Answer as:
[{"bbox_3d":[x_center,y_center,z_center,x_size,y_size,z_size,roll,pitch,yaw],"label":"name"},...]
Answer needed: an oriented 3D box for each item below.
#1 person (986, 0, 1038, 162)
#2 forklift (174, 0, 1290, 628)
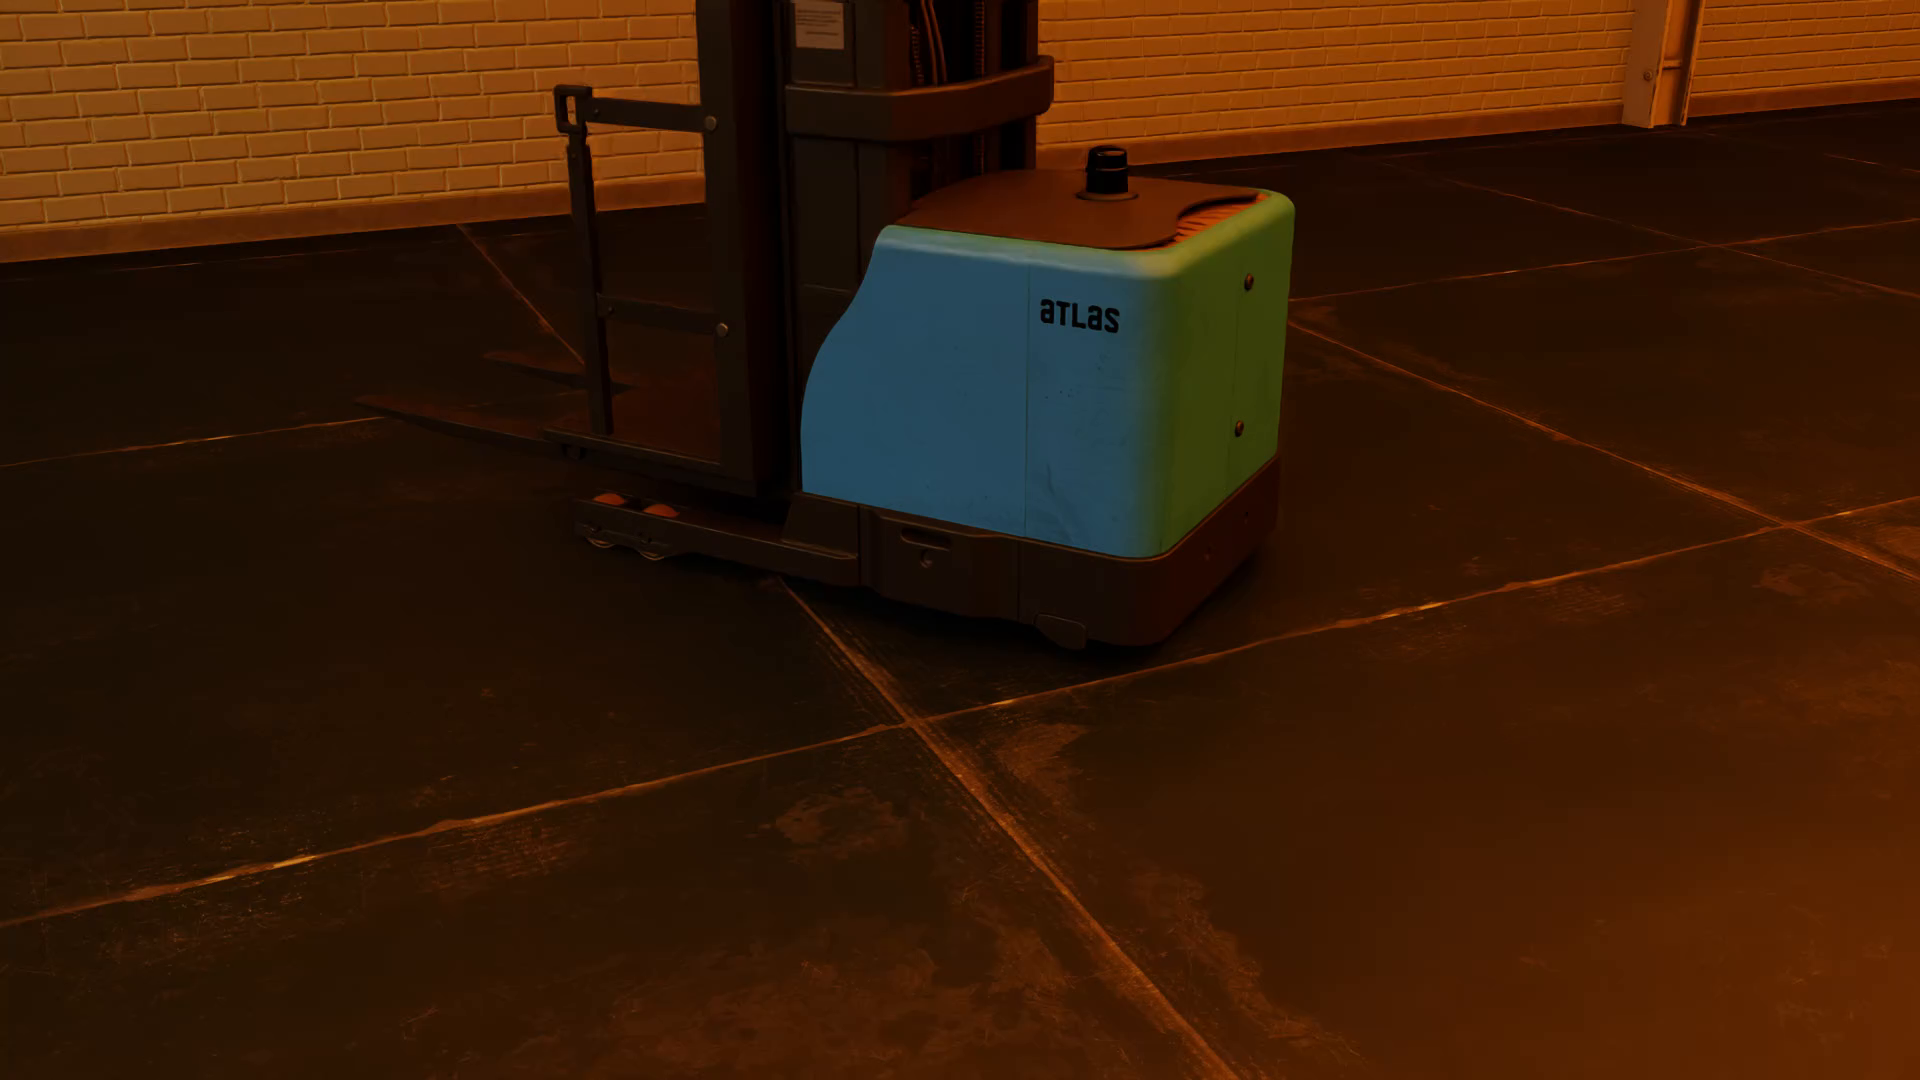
[{"bbox_3d":[0.085,-2.130,8.202,0.701,1.567,0.354,4,23,9],"label":"person"},{"bbox_3d":[-0.665,-1.323,4.472,3.031,2.935,1.130,-1,23,-3],"label":"forklift"}]
